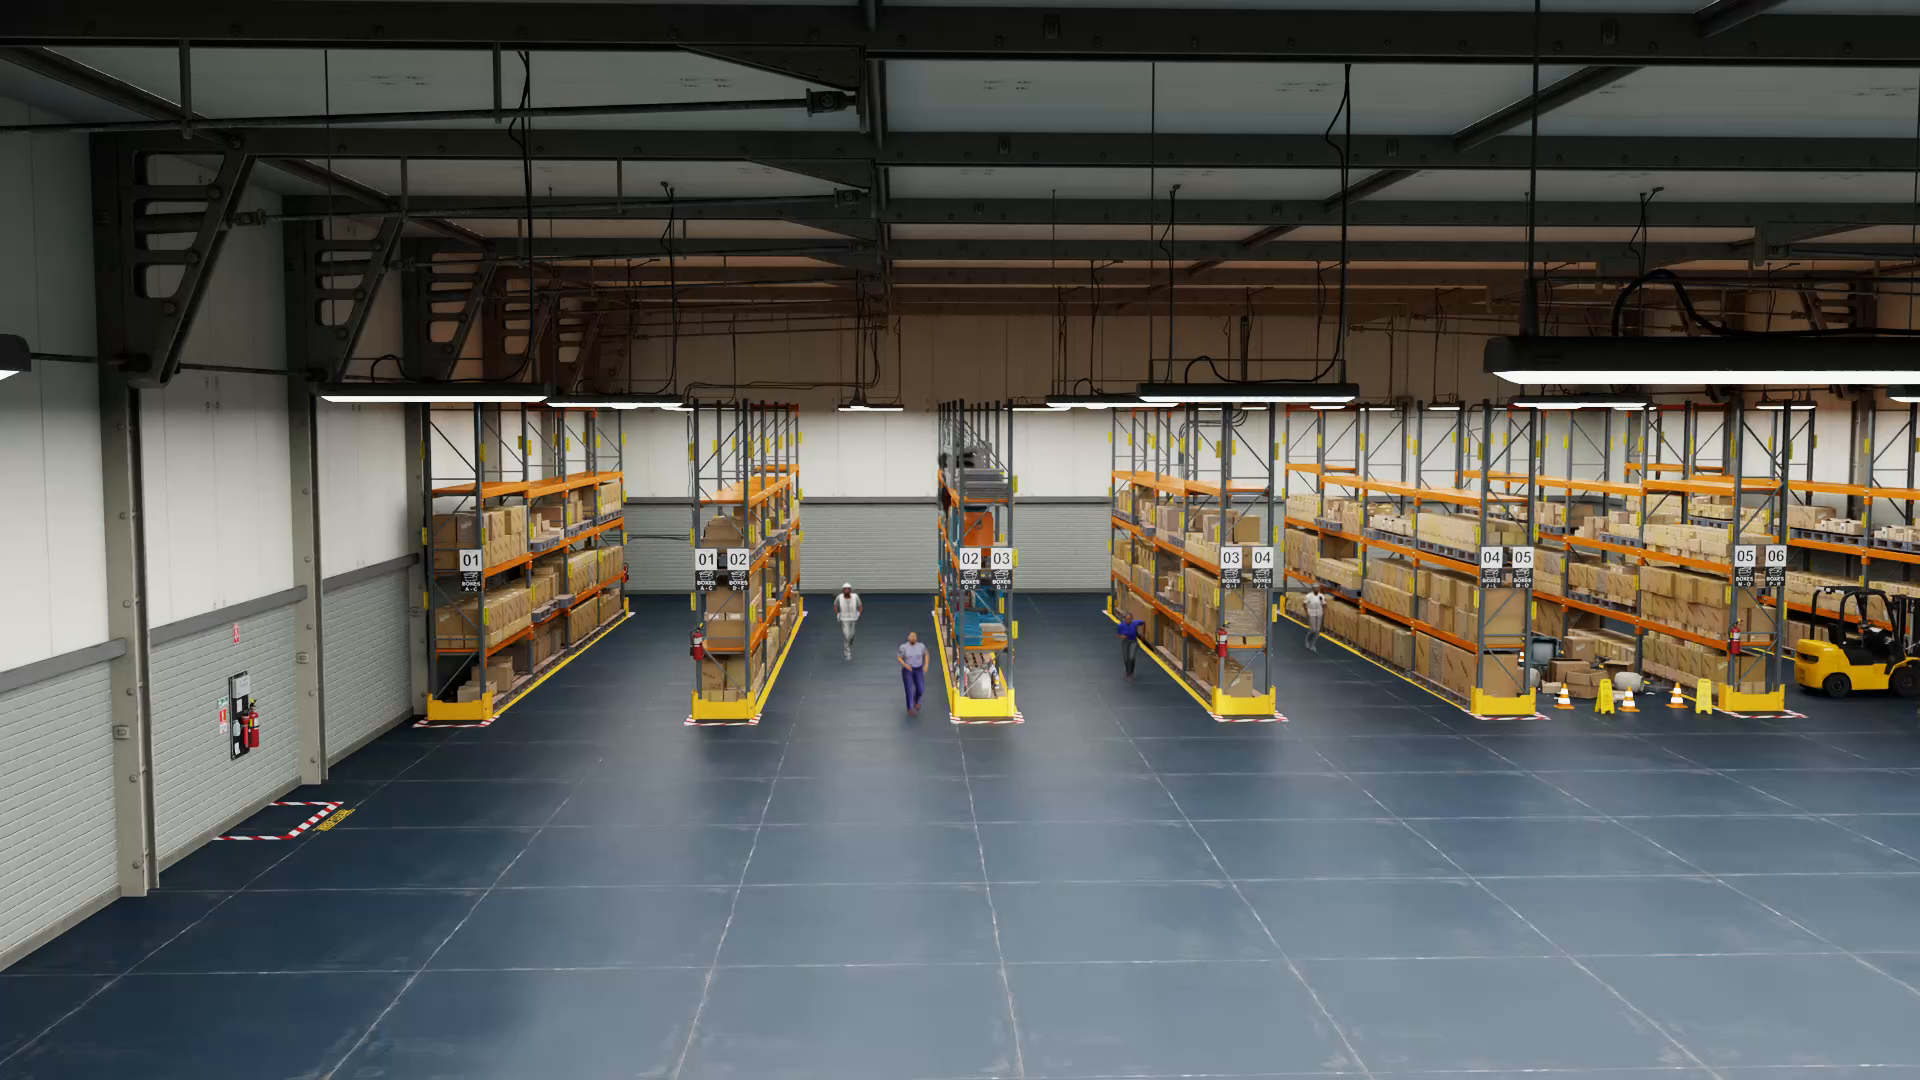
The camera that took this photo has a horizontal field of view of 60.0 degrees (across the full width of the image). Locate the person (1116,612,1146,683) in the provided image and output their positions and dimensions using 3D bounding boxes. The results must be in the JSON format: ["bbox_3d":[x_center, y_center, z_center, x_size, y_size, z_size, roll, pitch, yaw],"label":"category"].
[{"bbox_3d":[3.650,2.288,35.502,0.610,1.543,0.946,1,4,10],"label":"person"}]

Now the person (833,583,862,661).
[{"bbox_3d":[-2.623,1.890,38.939,0.676,1.793,0.804,-1,4,-11],"label":"person"}]

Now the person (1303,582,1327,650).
[{"bbox_3d":[8.590,1.843,40.115,0.560,1.667,0.567,0,4,-3],"label":"person"}]

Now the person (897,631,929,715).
[{"bbox_3d":[-0.873,2.523,31.602,0.631,1.609,0.556,-1,4,-11],"label":"person"}]
